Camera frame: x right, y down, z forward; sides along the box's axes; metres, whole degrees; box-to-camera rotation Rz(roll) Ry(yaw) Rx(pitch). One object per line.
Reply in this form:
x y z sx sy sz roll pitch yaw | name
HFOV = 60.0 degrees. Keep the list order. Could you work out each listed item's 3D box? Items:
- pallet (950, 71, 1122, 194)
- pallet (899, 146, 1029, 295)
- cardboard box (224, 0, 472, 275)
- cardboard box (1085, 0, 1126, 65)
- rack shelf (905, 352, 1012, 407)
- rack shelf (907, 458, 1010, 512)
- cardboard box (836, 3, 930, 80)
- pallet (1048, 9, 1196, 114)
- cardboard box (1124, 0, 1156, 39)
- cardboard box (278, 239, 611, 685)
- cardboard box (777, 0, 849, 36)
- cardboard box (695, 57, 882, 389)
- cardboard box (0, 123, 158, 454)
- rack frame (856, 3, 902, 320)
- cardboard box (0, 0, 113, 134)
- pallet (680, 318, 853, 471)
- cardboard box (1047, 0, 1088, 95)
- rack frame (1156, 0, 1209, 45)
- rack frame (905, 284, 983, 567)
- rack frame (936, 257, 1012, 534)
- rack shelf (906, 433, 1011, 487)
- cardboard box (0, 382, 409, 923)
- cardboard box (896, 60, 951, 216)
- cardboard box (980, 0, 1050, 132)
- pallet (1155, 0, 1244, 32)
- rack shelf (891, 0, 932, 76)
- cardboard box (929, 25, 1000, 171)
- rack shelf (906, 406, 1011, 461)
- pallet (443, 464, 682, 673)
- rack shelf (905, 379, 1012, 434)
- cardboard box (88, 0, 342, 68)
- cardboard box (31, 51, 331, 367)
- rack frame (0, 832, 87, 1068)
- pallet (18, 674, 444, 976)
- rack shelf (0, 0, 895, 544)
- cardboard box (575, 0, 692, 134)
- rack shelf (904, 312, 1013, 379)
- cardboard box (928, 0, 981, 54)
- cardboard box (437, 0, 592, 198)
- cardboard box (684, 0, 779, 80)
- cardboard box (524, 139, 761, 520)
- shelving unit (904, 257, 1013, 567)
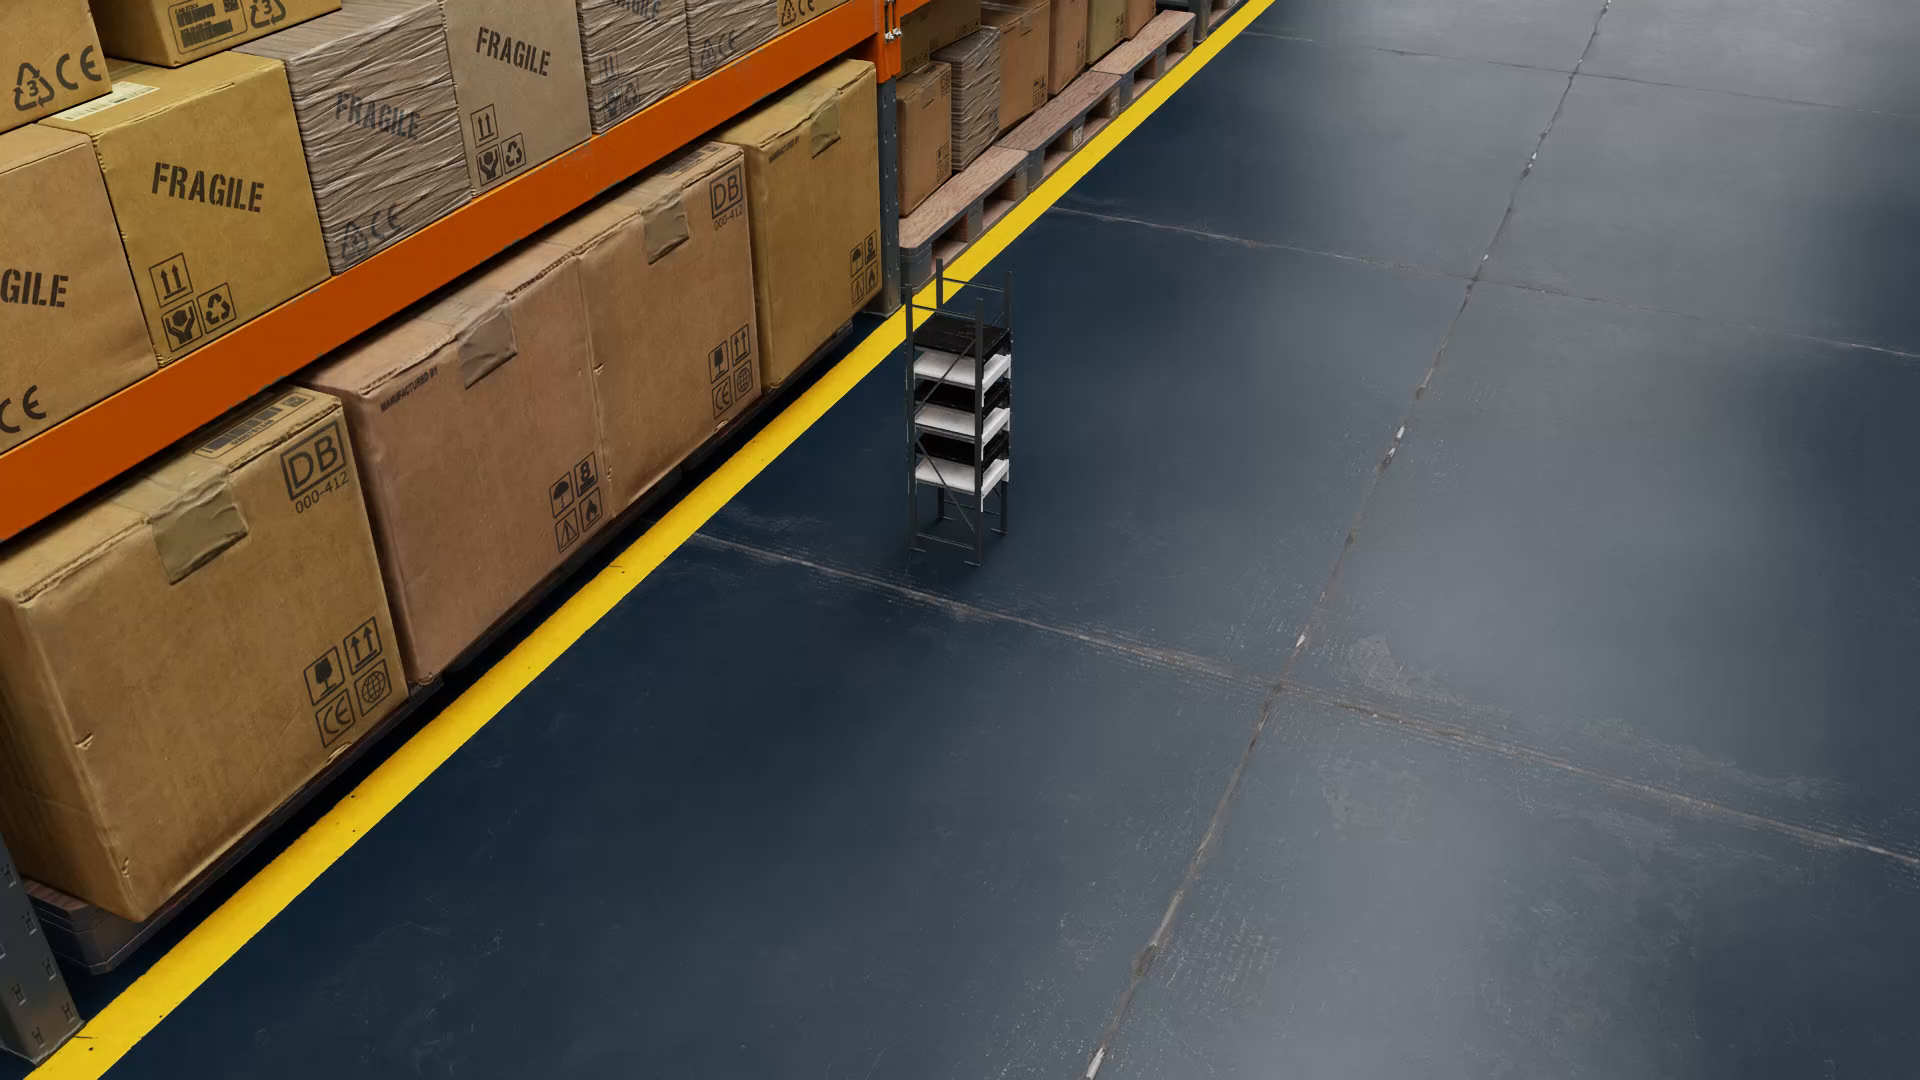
0.125 -2.097 8.255 1.003 0.211 1.213 14 36 20 | pallet
-0.386 -1.492 7.332 1.003 0.211 1.213 14 36 20 | pallet
-1.549 -0.990 3.933 0.500 0.500 0.500 13 36 19 | cardboard box
0.466 -2.866 8.763 0.700 0.500 0.500 14 36 20 | cardboard box
-0.003 -0.495 4.917 0.258 0.077 0.200 14 36 20 | rack shelf
-0.003 -0.194 5.114 0.258 0.077 0.200 14 36 20 | rack shelf
-0.462 -2.062 6.853 0.500 0.250 0.500 16 36 22 | cardboard box
0.634 -2.707 9.185 1.003 0.211 1.213 14 36 20 | pallet
0.682 -3.099 9.119 0.700 0.500 0.500 11 35 17 | cardboard box
-1.766 -0.332 4.576 1.225 0.875 0.875 13 35 19 | cardboard box
-0.696 -2.008 5.486 0.500 0.500 0.500 15 36 22 | cardboard box
-1.022 -1.217 5.925 1.225 0.875 0.875 13 35 18 | cardboard box
-1.969 -0.490 3.171 0.500 0.500 0.500 14 36 21 | cardboard box
-0.715 -2.269 5.975 1.000 3.000 0.127 14 36 20 | rack frame
-2.129 -1.058 3.122 0.797 0.503 0.637 13 36 19 | cardboard box
-1.113 -0.727 6.167 1.003 0.211 1.213 14 36 20 | pallet
0.232 -2.587 8.338 0.700 0.500 0.500 11 35 16 | cardboard box
0.959 -4.261 9.013 1.000 3.000 0.127 14 36 20 | rack frame
-0.046 -0.322 4.920 0.240 0.900 0.006 14 36 20 | rack frame
0.039 -0.423 5.074 0.240 0.900 0.006 14 36 20 | rack frame
-0.003 -0.269 5.065 0.258 0.077 0.200 14 36 20 | rack shelf
-2.139 0.113 3.897 1.225 0.875 0.875 14 36 21 | cardboard box
-0.453 -1.746 7.055 0.700 0.500 0.500 12 35 18 | cardboard box
-0.001 -2.309 7.914 0.700 0.500 0.500 17 37 24 | cardboard box
1.208 -3.437 10.300 1.003 0.211 1.213 14 36 20 | pallet
0.122 -2.964 7.691 1.077 0.370 4.000 14 36 20 | rack shelf
-0.232 -2.025 7.481 0.700 0.500 0.500 11 35 17 | cardboard box
-0.003 -0.344 5.015 0.258 0.077 0.200 14 36 20 | rack shelf
-1.625 -0.122 5.243 1.003 0.211 1.213 14 36 20 | pallet
-0.003 -0.420 4.966 0.258 0.077 0.200 14 36 20 | rack shelf
-1.831 -1.397 3.639 0.797 0.503 0.637 15 36 21 | cardboard box
-1.759 -0.741 3.553 0.500 0.500 0.500 14 36 21 | cardboard box
-2.388 -0.277 2.936 1.000 3.000 0.127 14 36 20 | rack frame
-2.134 0.488 4.313 1.003 0.211 1.213 14 36 20 | pallet
-1.552 -0.972 4.653 1.077 0.370 4.000 14 36 20 | rack shelf
-1.124 -1.502 4.713 0.500 0.500 0.500 13 35 19 | cardboard box
-0.003 -0.570 4.867 0.258 0.077 0.200 14 36 20 | rack shelf
-0.249 -2.328 7.260 0.500 0.250 0.500 18 37 26 | cardboard box
-1.338 -1.248 4.327 0.500 0.500 0.500 15 36 21 | cardboard box
-0.910 -1.761 5.109 0.500 0.500 0.500 14 36 20 | cardboard box
-1.402 -0.775 5.251 1.225 0.875 0.875 14 36 21 | cardboard box
-0.003 -0.372 4.997 0.258 0.900 0.210 14 36 20 | shelving unit
